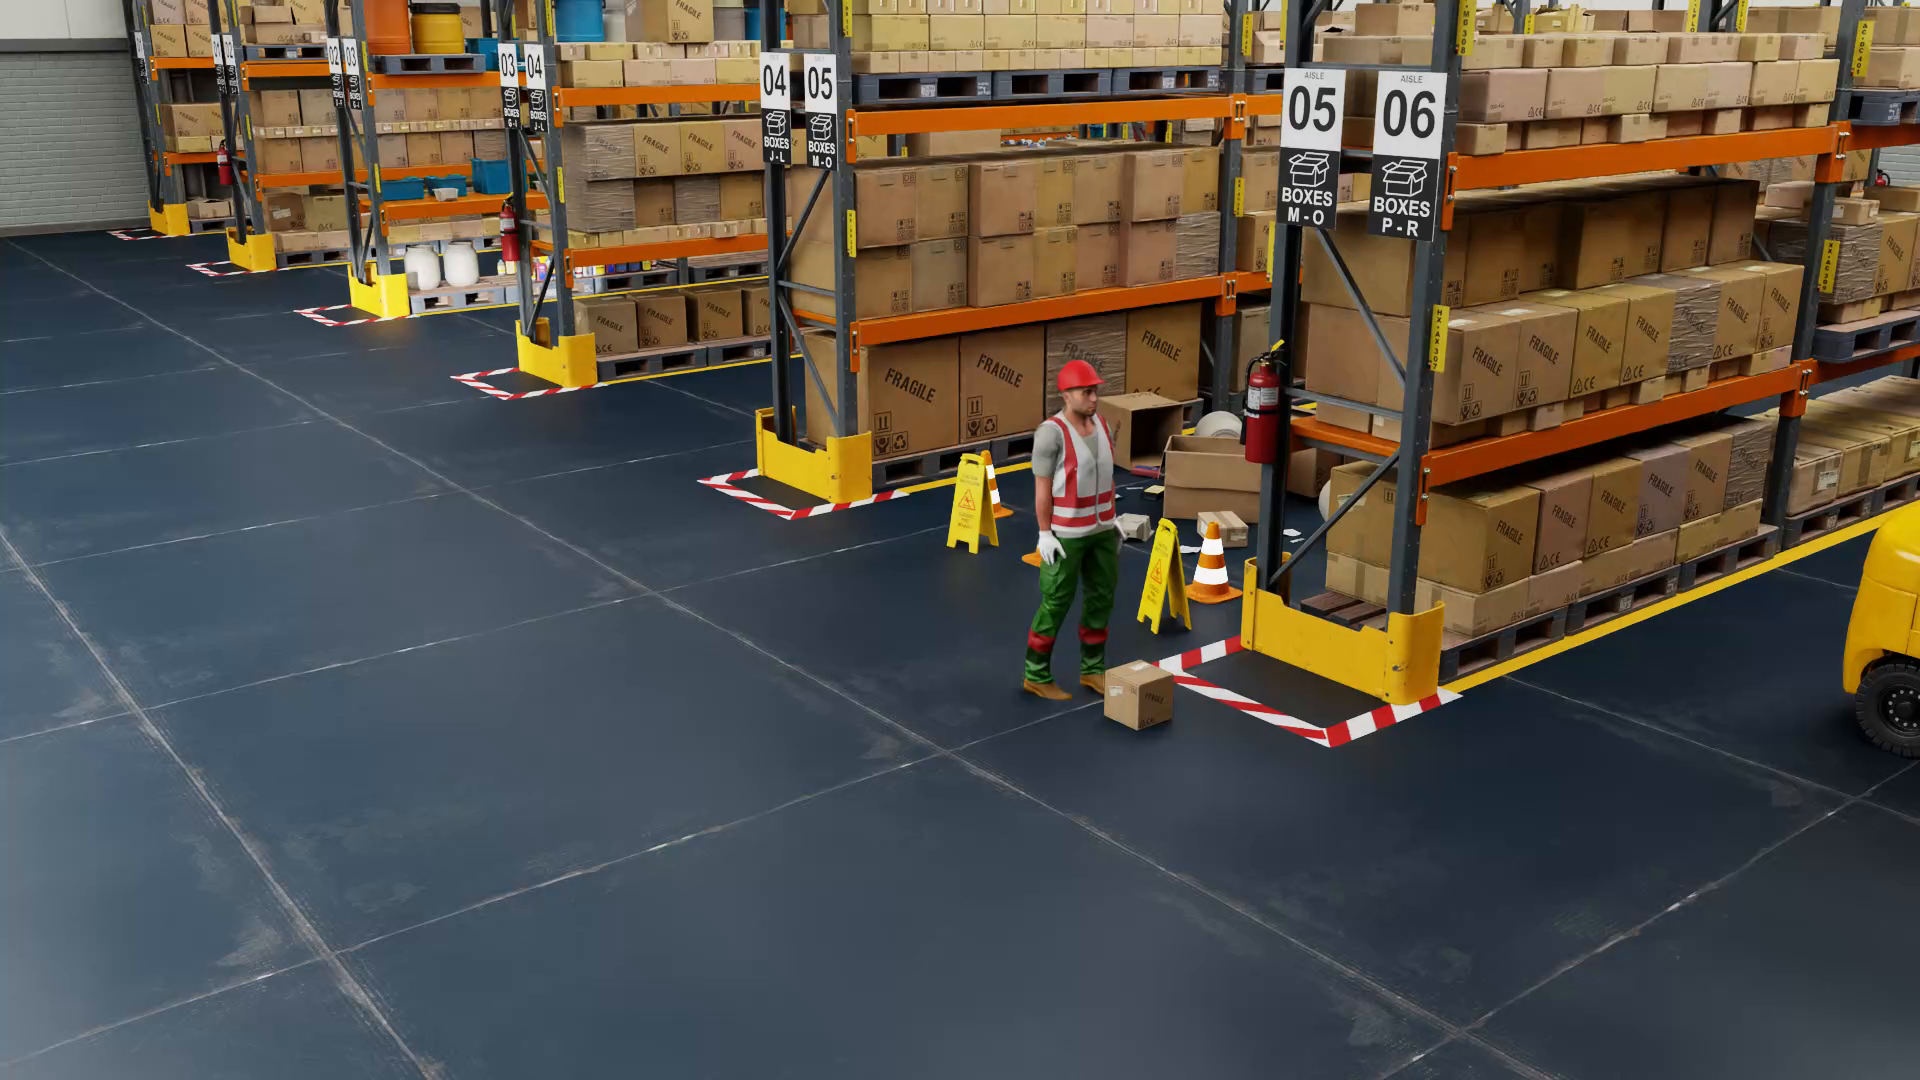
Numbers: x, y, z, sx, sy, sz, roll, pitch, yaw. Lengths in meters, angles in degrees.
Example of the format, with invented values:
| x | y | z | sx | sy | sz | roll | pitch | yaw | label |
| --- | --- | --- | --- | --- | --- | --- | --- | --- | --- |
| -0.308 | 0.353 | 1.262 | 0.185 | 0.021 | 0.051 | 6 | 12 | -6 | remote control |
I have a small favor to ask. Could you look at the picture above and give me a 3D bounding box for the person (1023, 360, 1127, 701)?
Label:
| x | y | z | sx | sy | sz | roll | pitch | yaw | label |
| --- | --- | --- | --- | --- | --- | --- | --- | --- | --- |
| 0.641 | -0.027 | 8.647 | 0.535 | 1.823 | 0.434 | -14 | 22 | -37 | person |
